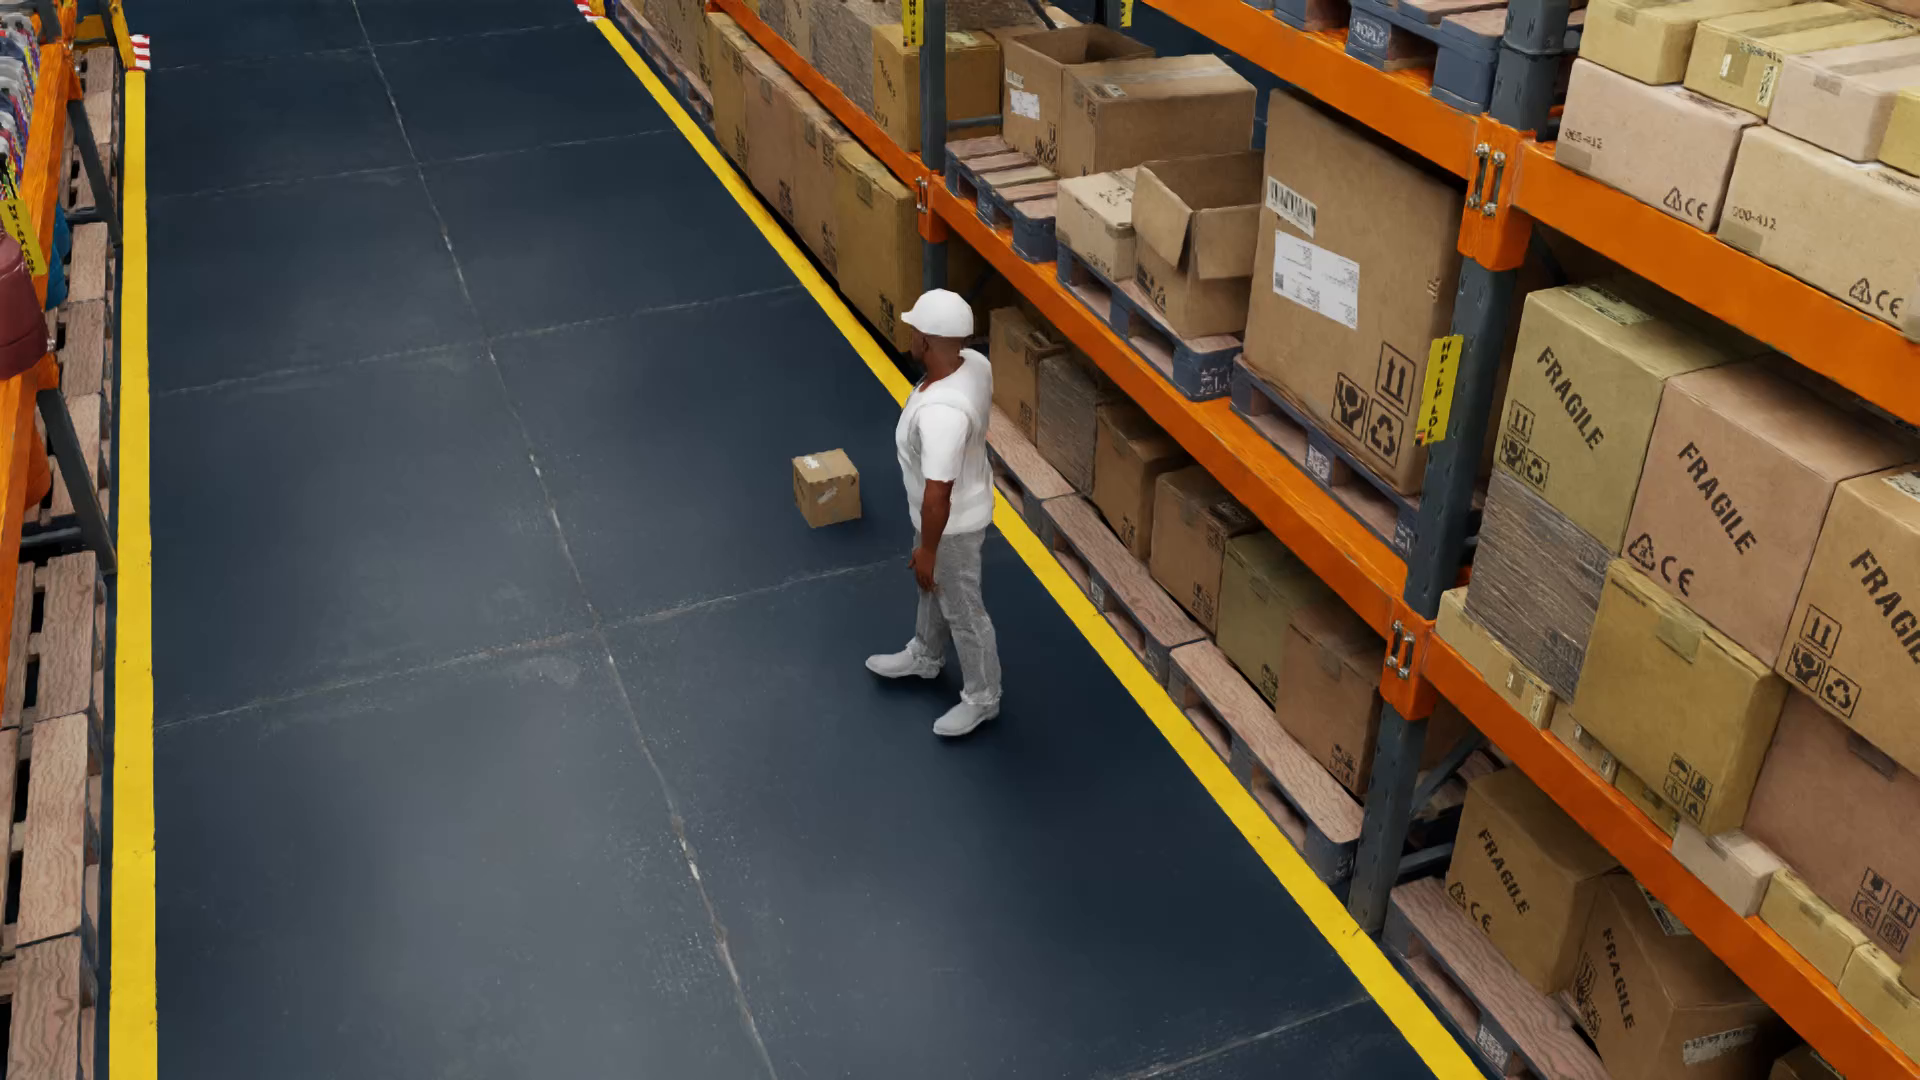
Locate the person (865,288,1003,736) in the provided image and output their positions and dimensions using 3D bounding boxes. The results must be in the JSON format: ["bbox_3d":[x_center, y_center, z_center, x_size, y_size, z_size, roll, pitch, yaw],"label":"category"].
[{"bbox_3d":[-0.108,-0.127,6.267,0.572,1.763,0.675,2,33,3],"label":"person"}]
